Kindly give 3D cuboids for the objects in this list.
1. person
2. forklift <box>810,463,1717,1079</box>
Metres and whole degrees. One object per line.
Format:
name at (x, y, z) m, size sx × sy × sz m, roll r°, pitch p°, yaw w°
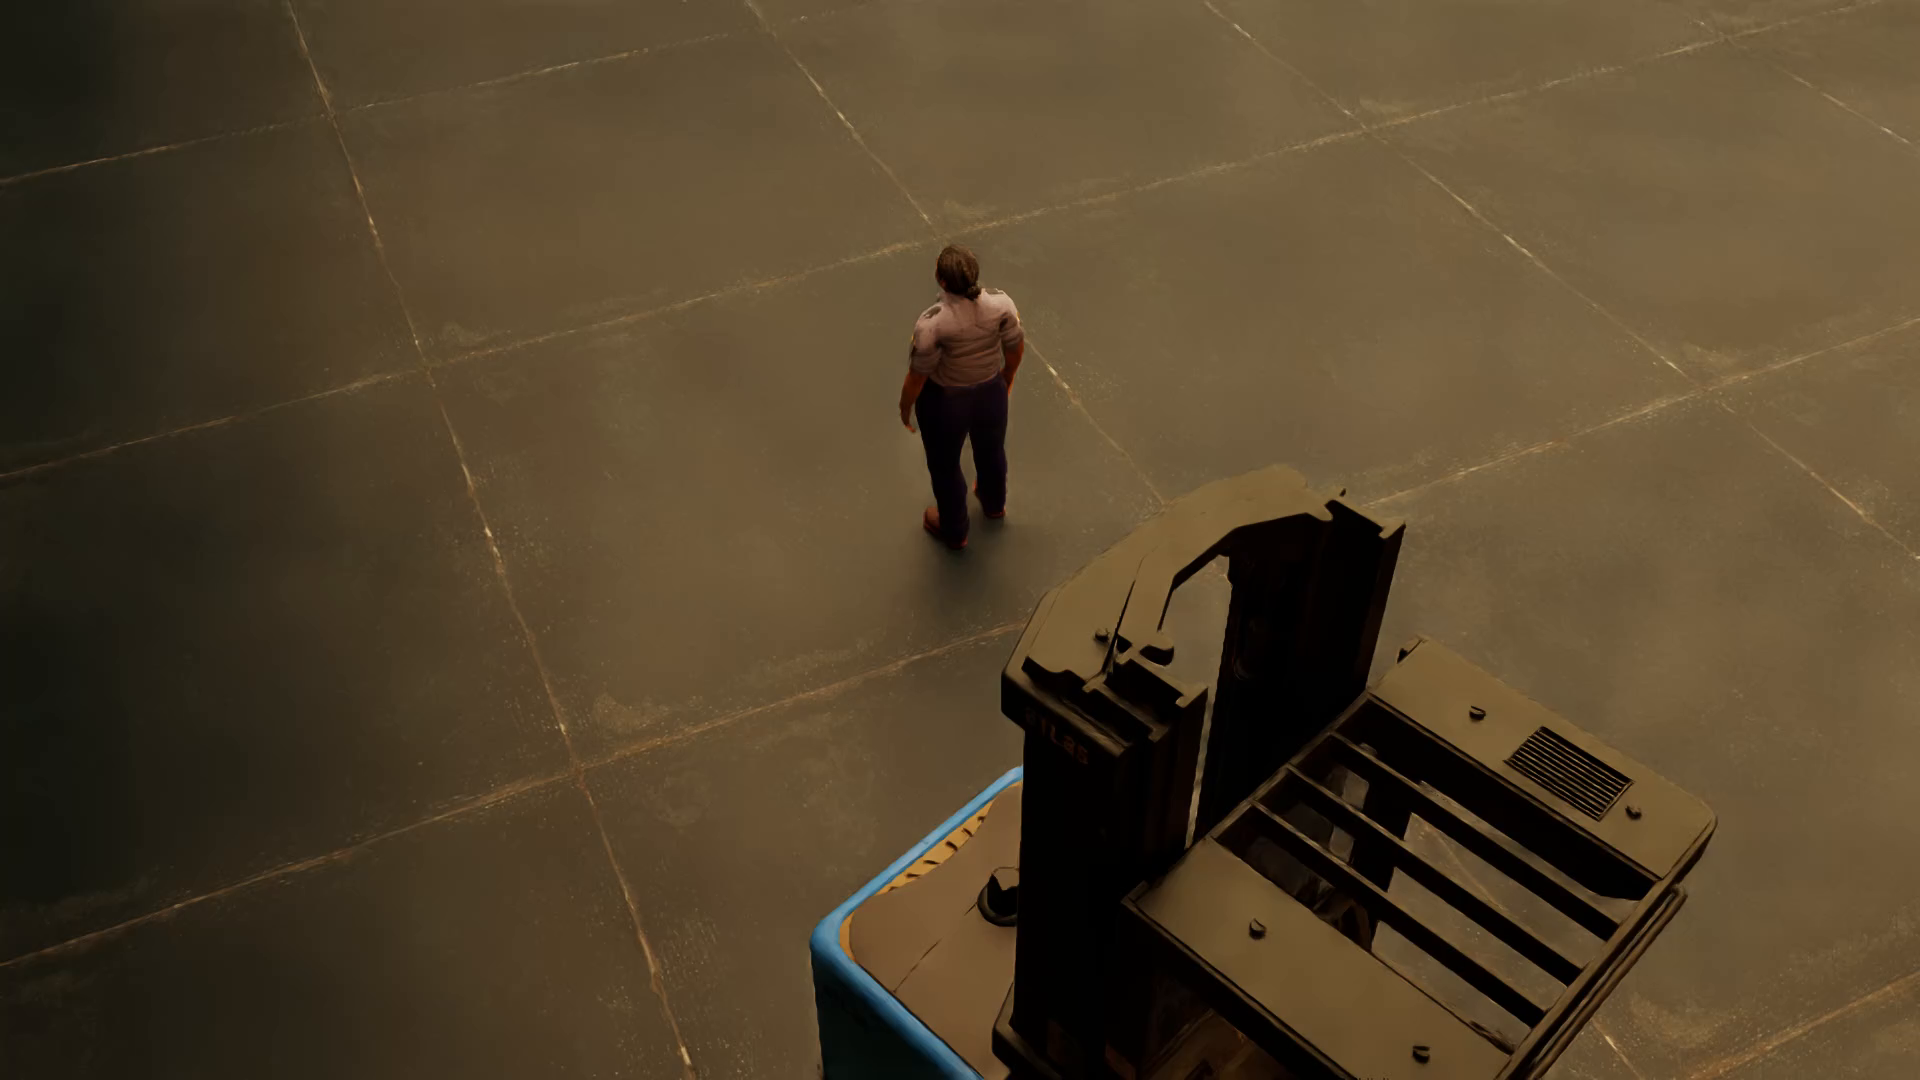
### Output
person at (-0.017, -0.667, 7.331) m, size 0.599 × 1.642 × 0.502 m, roll -18°, pitch 46°, yaw -18°
forklift at (0.926, 1.374, 4.208) m, size 1.130 × 2.935 × 3.031 m, roll -34°, pitch 53°, yaw -31°
